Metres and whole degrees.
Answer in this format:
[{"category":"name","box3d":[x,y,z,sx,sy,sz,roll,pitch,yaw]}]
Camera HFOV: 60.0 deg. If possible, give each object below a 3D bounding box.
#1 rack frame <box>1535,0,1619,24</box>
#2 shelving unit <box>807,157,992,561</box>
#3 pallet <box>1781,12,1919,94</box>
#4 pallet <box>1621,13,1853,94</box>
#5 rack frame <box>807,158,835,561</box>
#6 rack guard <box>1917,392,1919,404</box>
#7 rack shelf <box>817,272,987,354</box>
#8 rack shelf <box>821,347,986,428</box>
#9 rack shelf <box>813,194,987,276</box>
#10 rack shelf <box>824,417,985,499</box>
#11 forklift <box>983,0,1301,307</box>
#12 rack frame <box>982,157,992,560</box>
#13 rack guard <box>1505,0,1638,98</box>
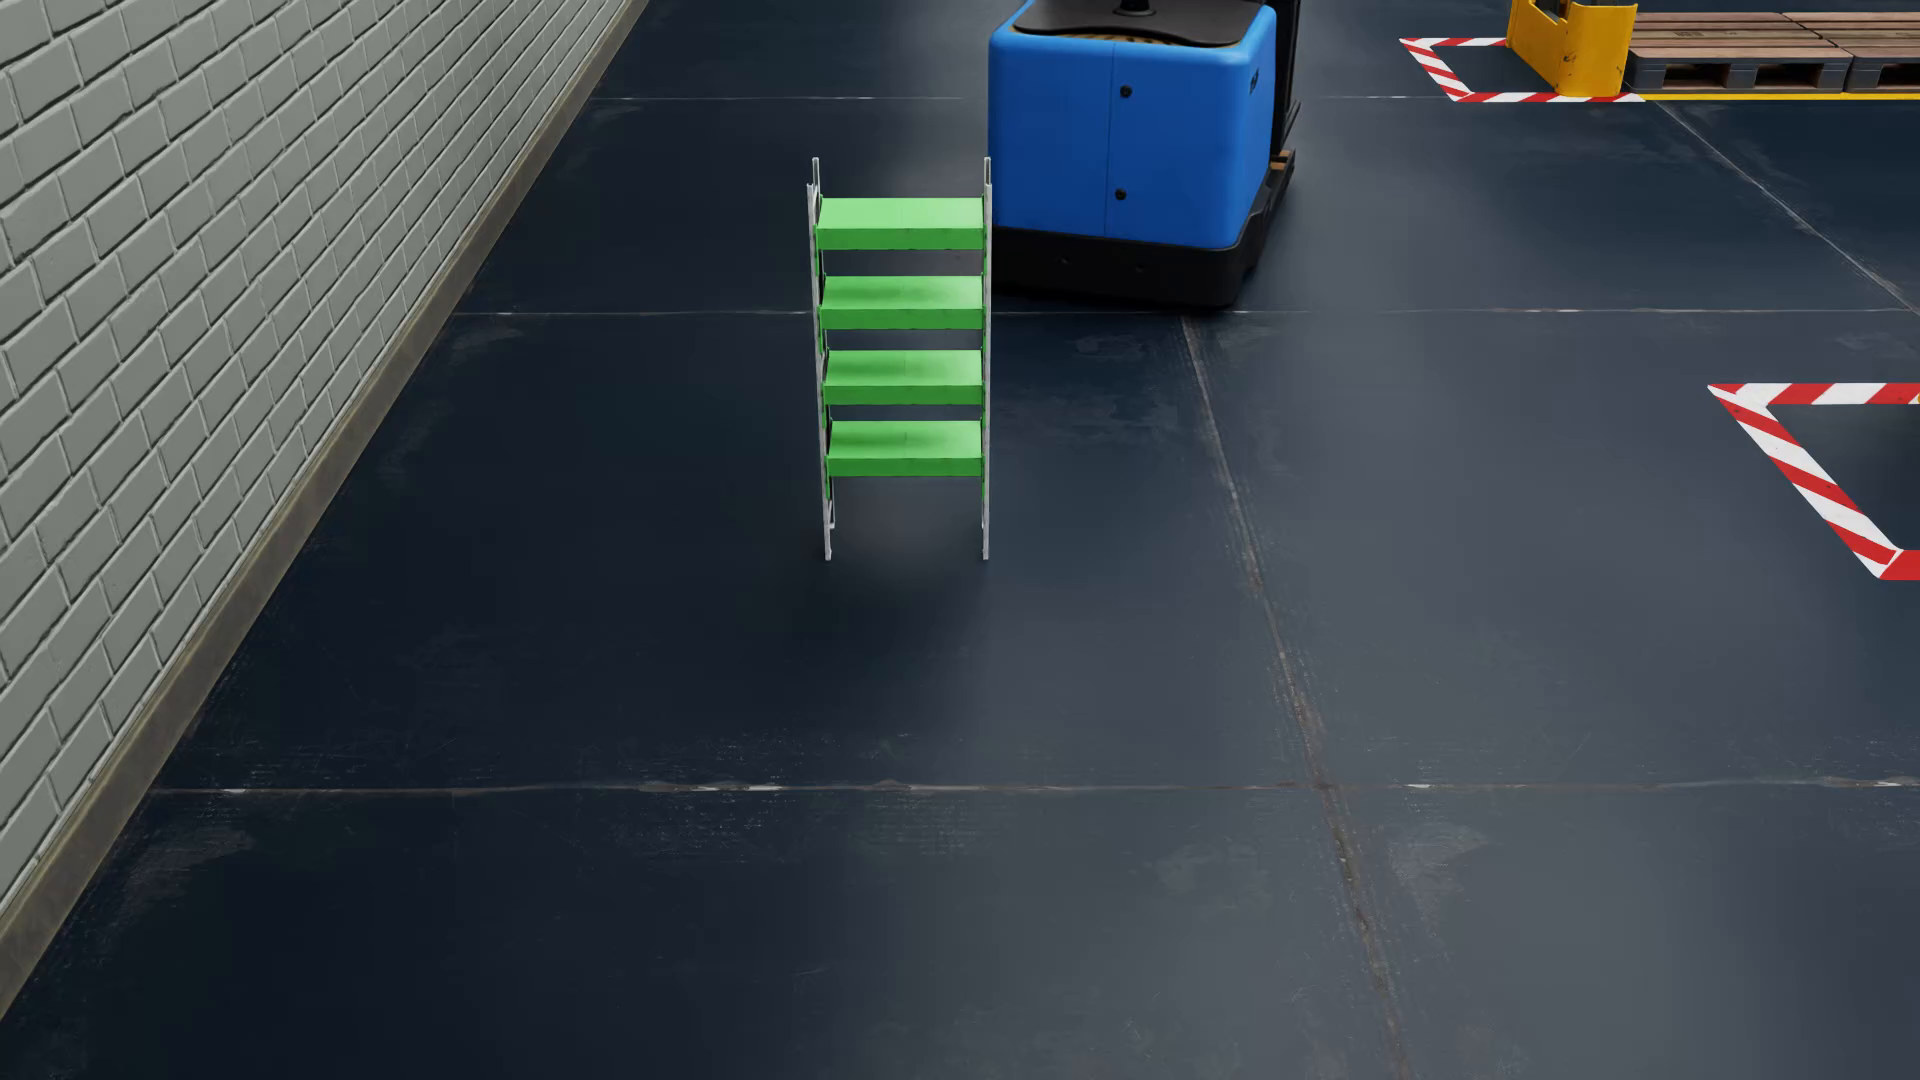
[{"category":"rack frame","box3d":[3.576,-4.082,9.087,0.127,3.000,1.000,0,31,0]},{"category":"shelving unit","box3d":[-0.166,-0.512,4.938,0.503,1.200,0.258,0,31,0]},{"category":"pallet","box3d":[5.618,-2.875,9.785,1.213,0.211,1.003,0,31,0]},{"category":"pallet","box3d":[4.401,-2.873,9.781,1.213,0.211,1.003,0,31,0]},{"category":"rack frame","box3d":[-0.410,-0.512,4.937,0.015,1.200,0.240,0,31,0]},{"category":"rack guard","box3d":[3.678,-0.445,5.501,0.348,0.500,1.175,0,31,0]},{"category":"rack shelf","box3d":[-0.166,-0.663,4.847,0.480,0.148,0.258,0,31,0]},{"category":"rack shelf","box3d":[-0.166,-0.458,4.971,0.480,0.148,0.258,0,31,0]},{"category":"rack shelf","box3d":[-0.166,-0.868,4.722,0.480,0.148,0.258,0,31,0]},{"category":"rack shelf","box3d":[-0.166,-0.253,5.096,0.480,0.148,0.258,0,31,0]},{"category":"forklift","box3d":[1.006,-2.941,7.271,1.130,2.935,3.031,9,32,14]},{"category":"rack frame","box3d":[0.078,-0.513,4.939,0.015,1.200,0.240,0,31,0]},{"category":"rack guard","box3d":[3.552,-3.007,9.724,0.348,0.500,1.175,0,31,0]}]
